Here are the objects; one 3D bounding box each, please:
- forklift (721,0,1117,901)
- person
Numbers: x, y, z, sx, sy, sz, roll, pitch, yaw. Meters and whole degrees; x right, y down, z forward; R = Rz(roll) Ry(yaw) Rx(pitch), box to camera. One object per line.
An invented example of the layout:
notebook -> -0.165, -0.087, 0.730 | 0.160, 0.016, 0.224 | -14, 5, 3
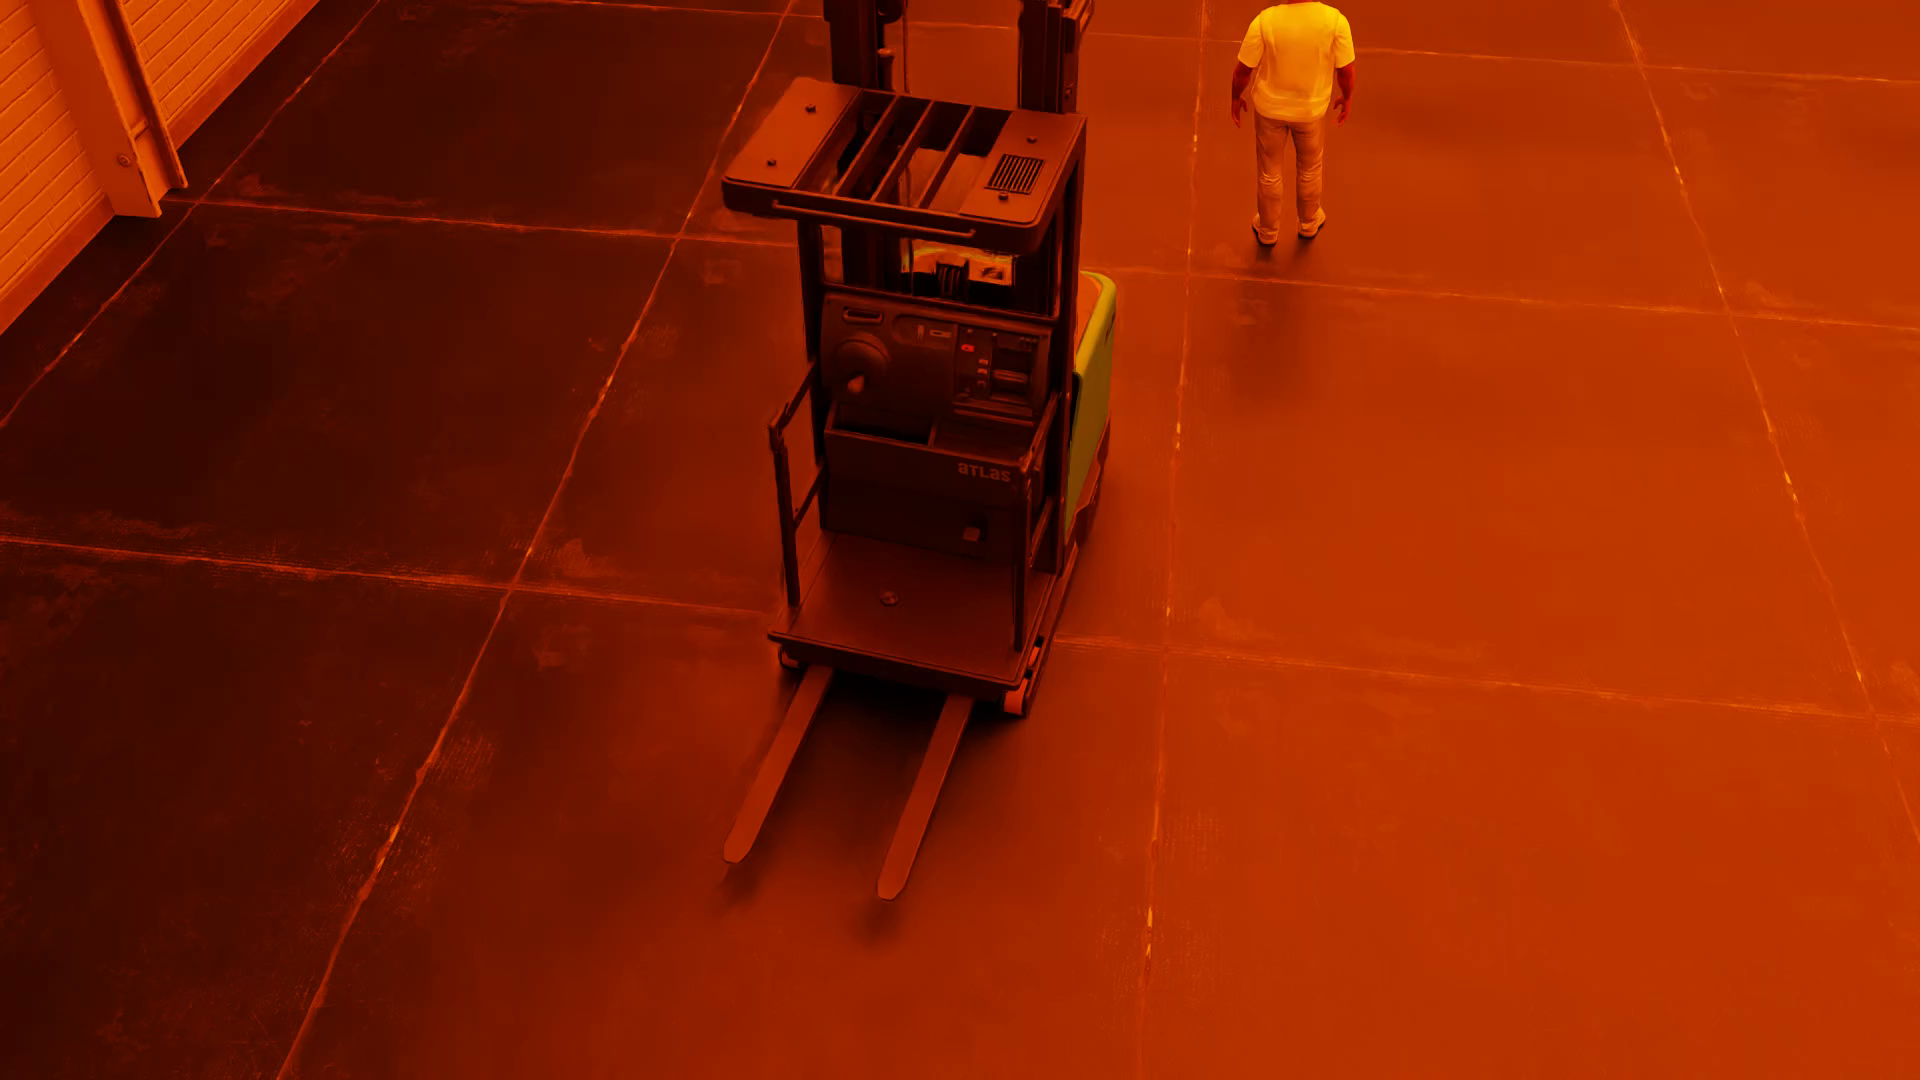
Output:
forklift -> -0.158, -0.634, 6.415 | 1.130, 2.935, 3.031 | 11, 44, 12
person -> 1.840, -2.465, 9.258 | 0.666, 1.766, 0.577 | 6, 43, 6
